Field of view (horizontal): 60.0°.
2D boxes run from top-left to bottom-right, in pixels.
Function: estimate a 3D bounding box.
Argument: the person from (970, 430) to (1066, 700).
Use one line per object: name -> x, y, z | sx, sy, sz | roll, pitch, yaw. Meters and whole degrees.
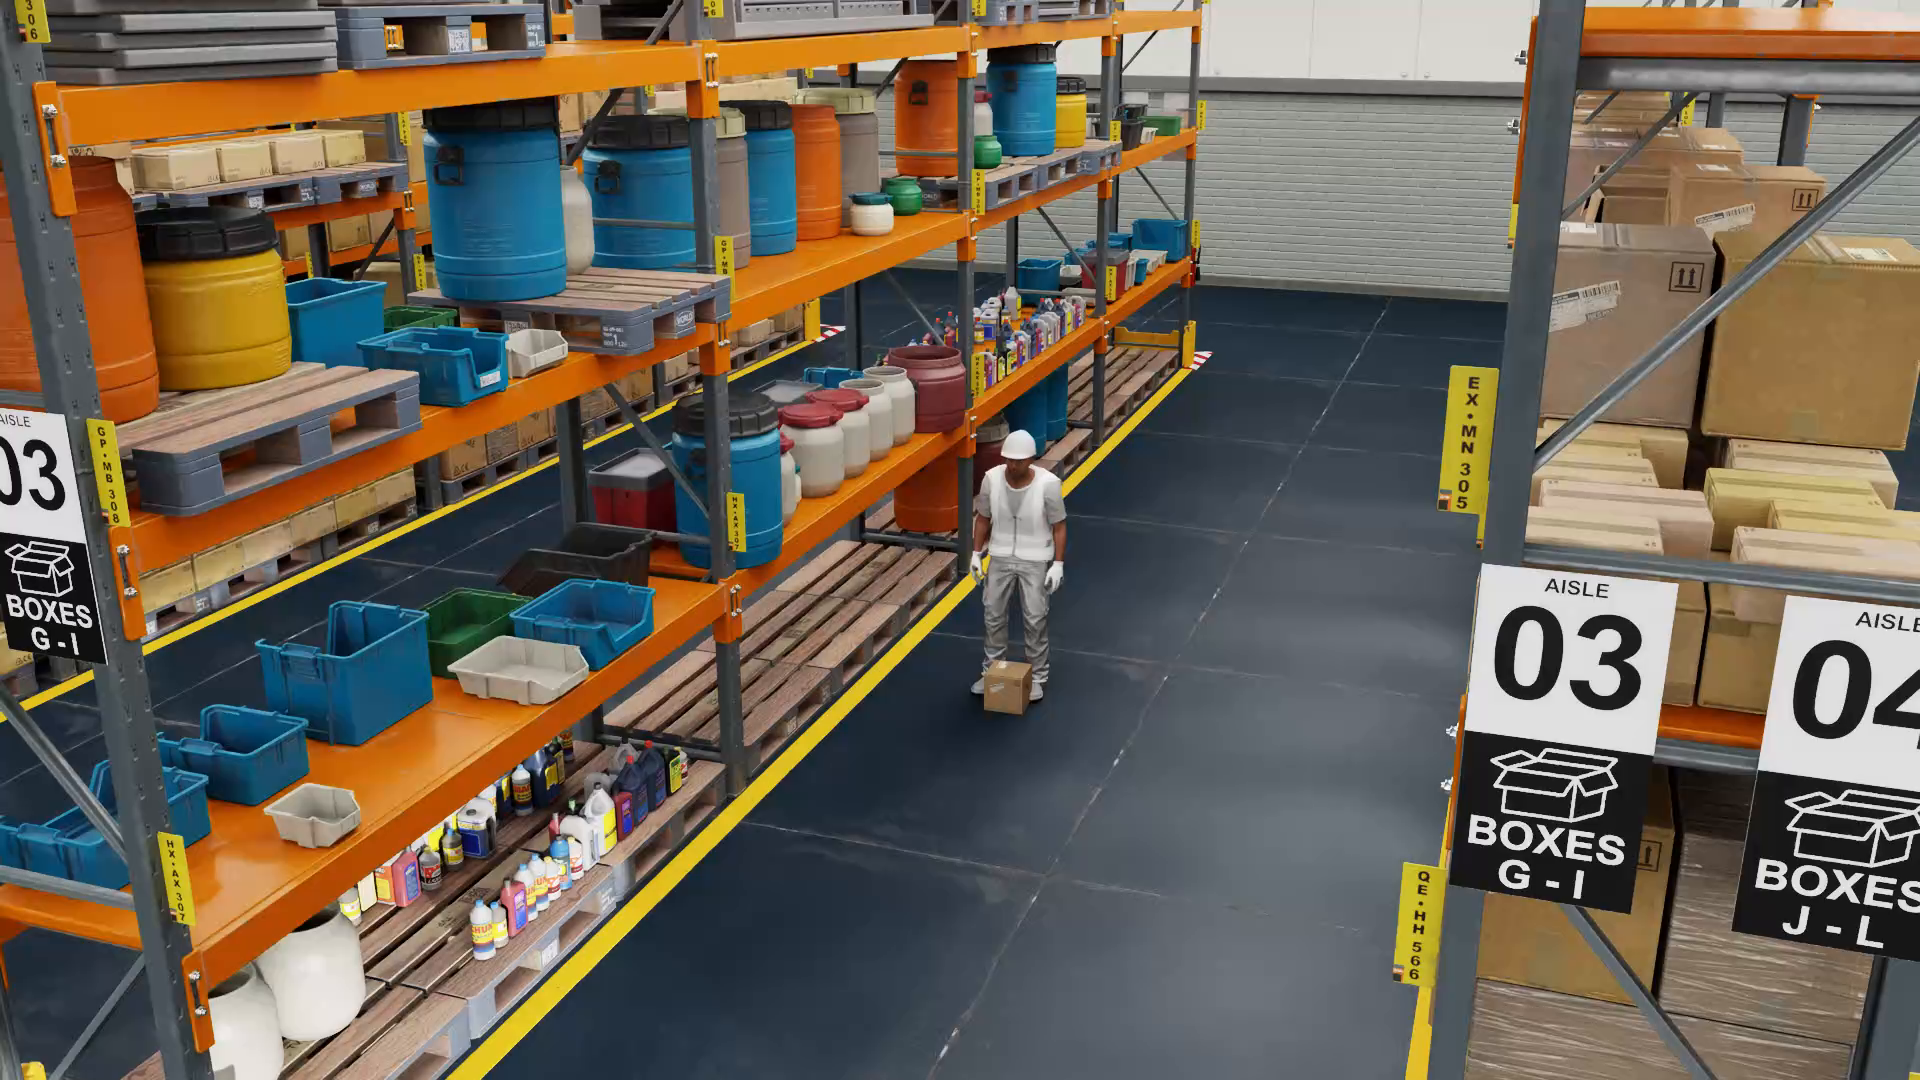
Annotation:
person -> 0.368, 0.147, 10.600 | 0.618, 1.775, 0.446 | 6, 20, 19
